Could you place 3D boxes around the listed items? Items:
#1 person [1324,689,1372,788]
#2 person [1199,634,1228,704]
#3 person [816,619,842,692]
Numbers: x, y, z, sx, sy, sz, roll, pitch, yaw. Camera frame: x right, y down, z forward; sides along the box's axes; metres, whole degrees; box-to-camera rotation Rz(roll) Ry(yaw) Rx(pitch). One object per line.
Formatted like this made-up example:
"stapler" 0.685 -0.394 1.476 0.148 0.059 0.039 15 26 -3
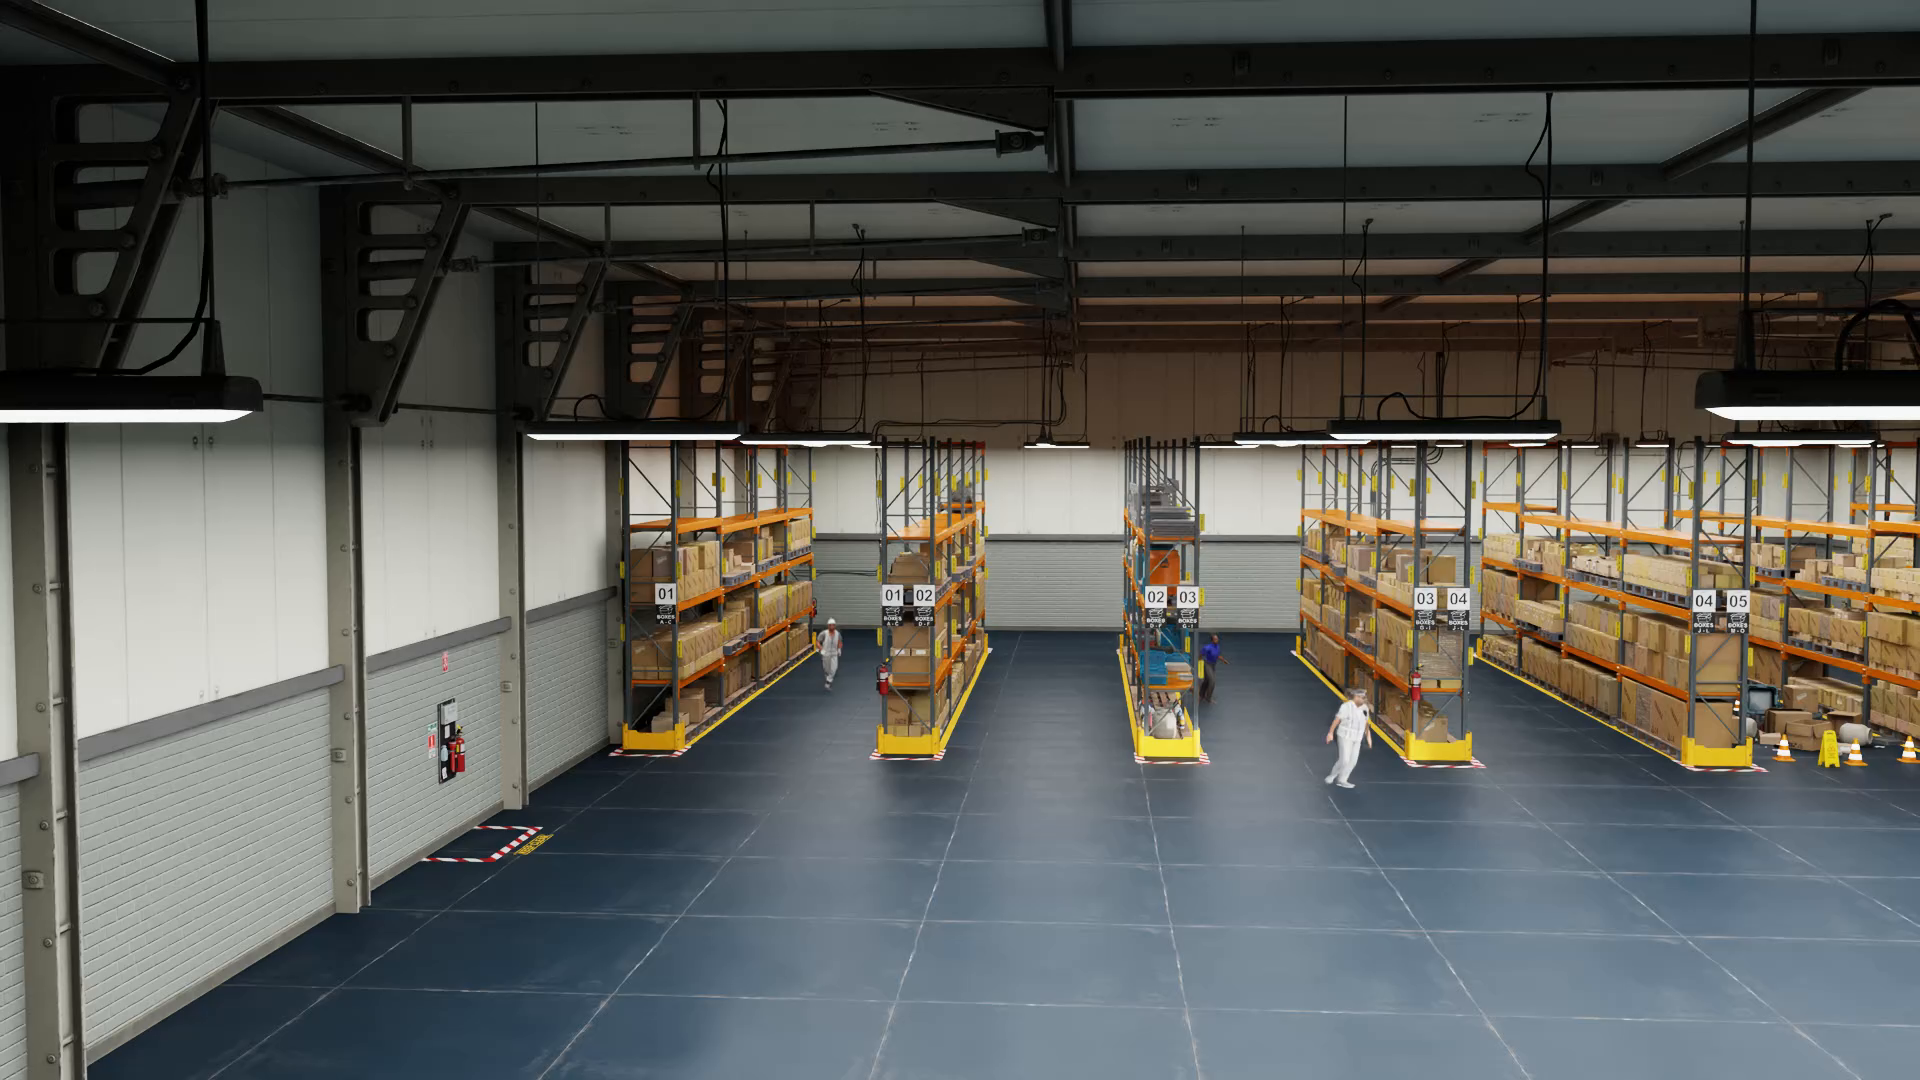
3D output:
"person" 6.599 3.364 28.248 0.708 1.716 0.579 -1 3 -26
"person" 5.734 2.919 37.917 0.822 1.575 0.661 3 4 41
"person" -3.125 2.740 39.725 0.651 1.734 0.627 -1 3 -17
